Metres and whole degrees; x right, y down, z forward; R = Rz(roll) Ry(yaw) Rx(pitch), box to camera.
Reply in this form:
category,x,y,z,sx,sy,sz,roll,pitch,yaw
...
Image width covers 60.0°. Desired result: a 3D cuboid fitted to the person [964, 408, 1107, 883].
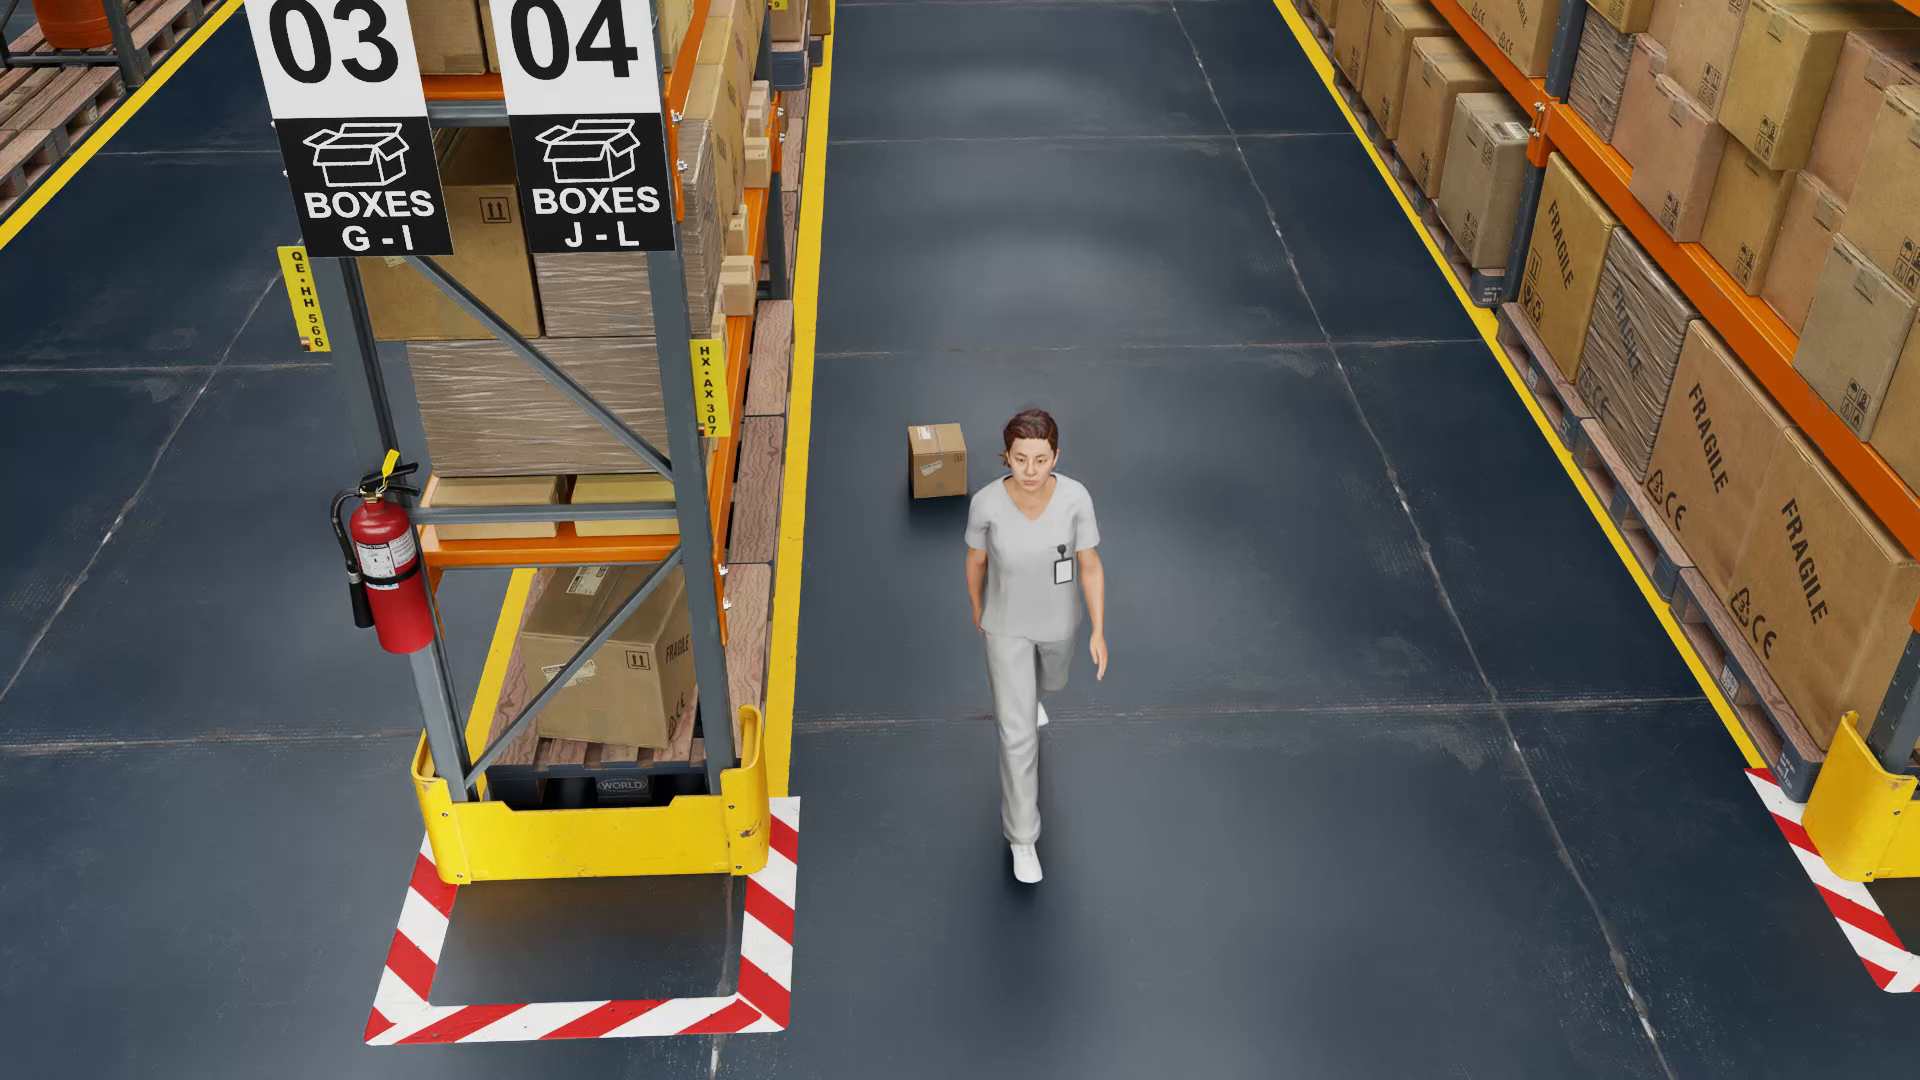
category,x,y,z,sx,sy,sz,roll,pitch,yaw
person,0.253,0.271,5.771,0.450,1.613,1.051,-7,36,-9
